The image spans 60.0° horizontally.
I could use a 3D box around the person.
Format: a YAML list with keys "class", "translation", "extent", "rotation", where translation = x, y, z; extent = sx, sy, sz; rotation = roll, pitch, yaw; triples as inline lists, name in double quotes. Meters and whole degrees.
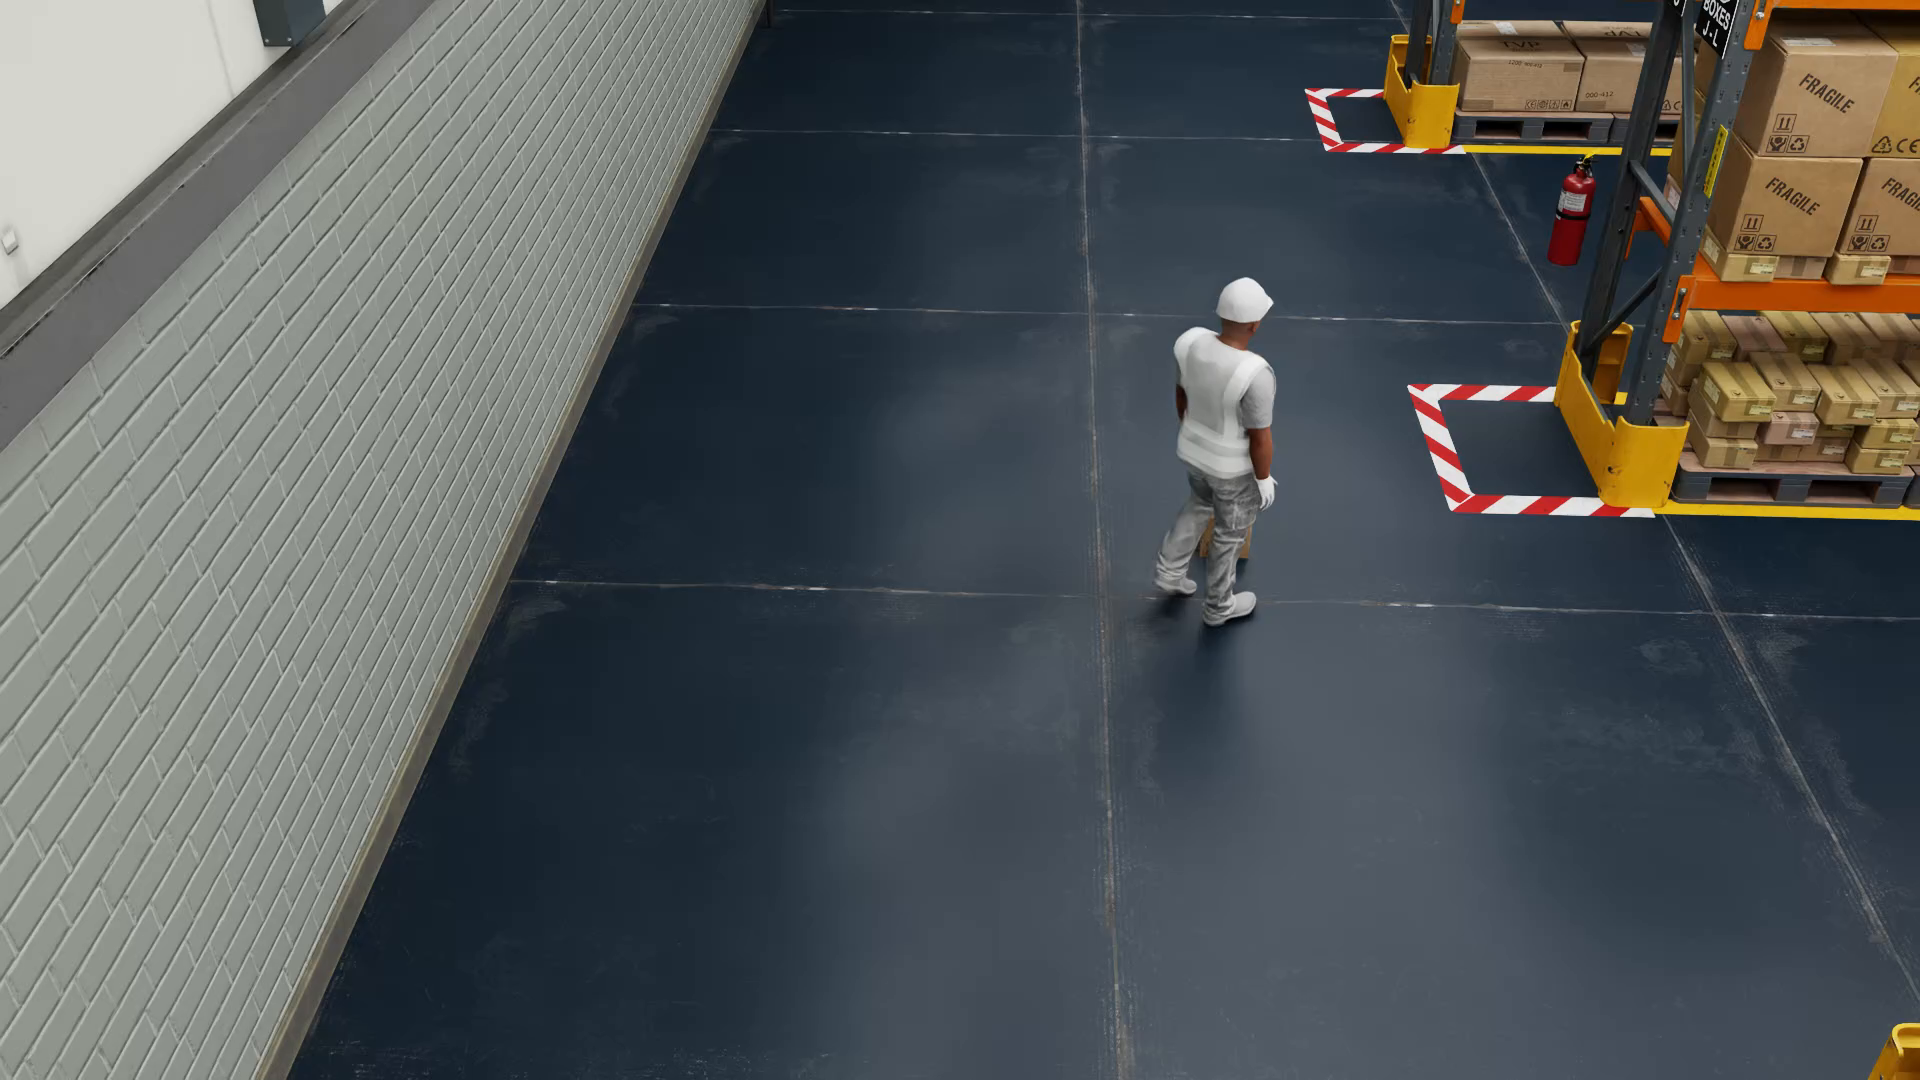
- class: "person"
  translation: [1.221, -0.388, 7.628]
  extent: [0.412, 1.792, 0.580]
  rotation: [-25, 42, -31]
